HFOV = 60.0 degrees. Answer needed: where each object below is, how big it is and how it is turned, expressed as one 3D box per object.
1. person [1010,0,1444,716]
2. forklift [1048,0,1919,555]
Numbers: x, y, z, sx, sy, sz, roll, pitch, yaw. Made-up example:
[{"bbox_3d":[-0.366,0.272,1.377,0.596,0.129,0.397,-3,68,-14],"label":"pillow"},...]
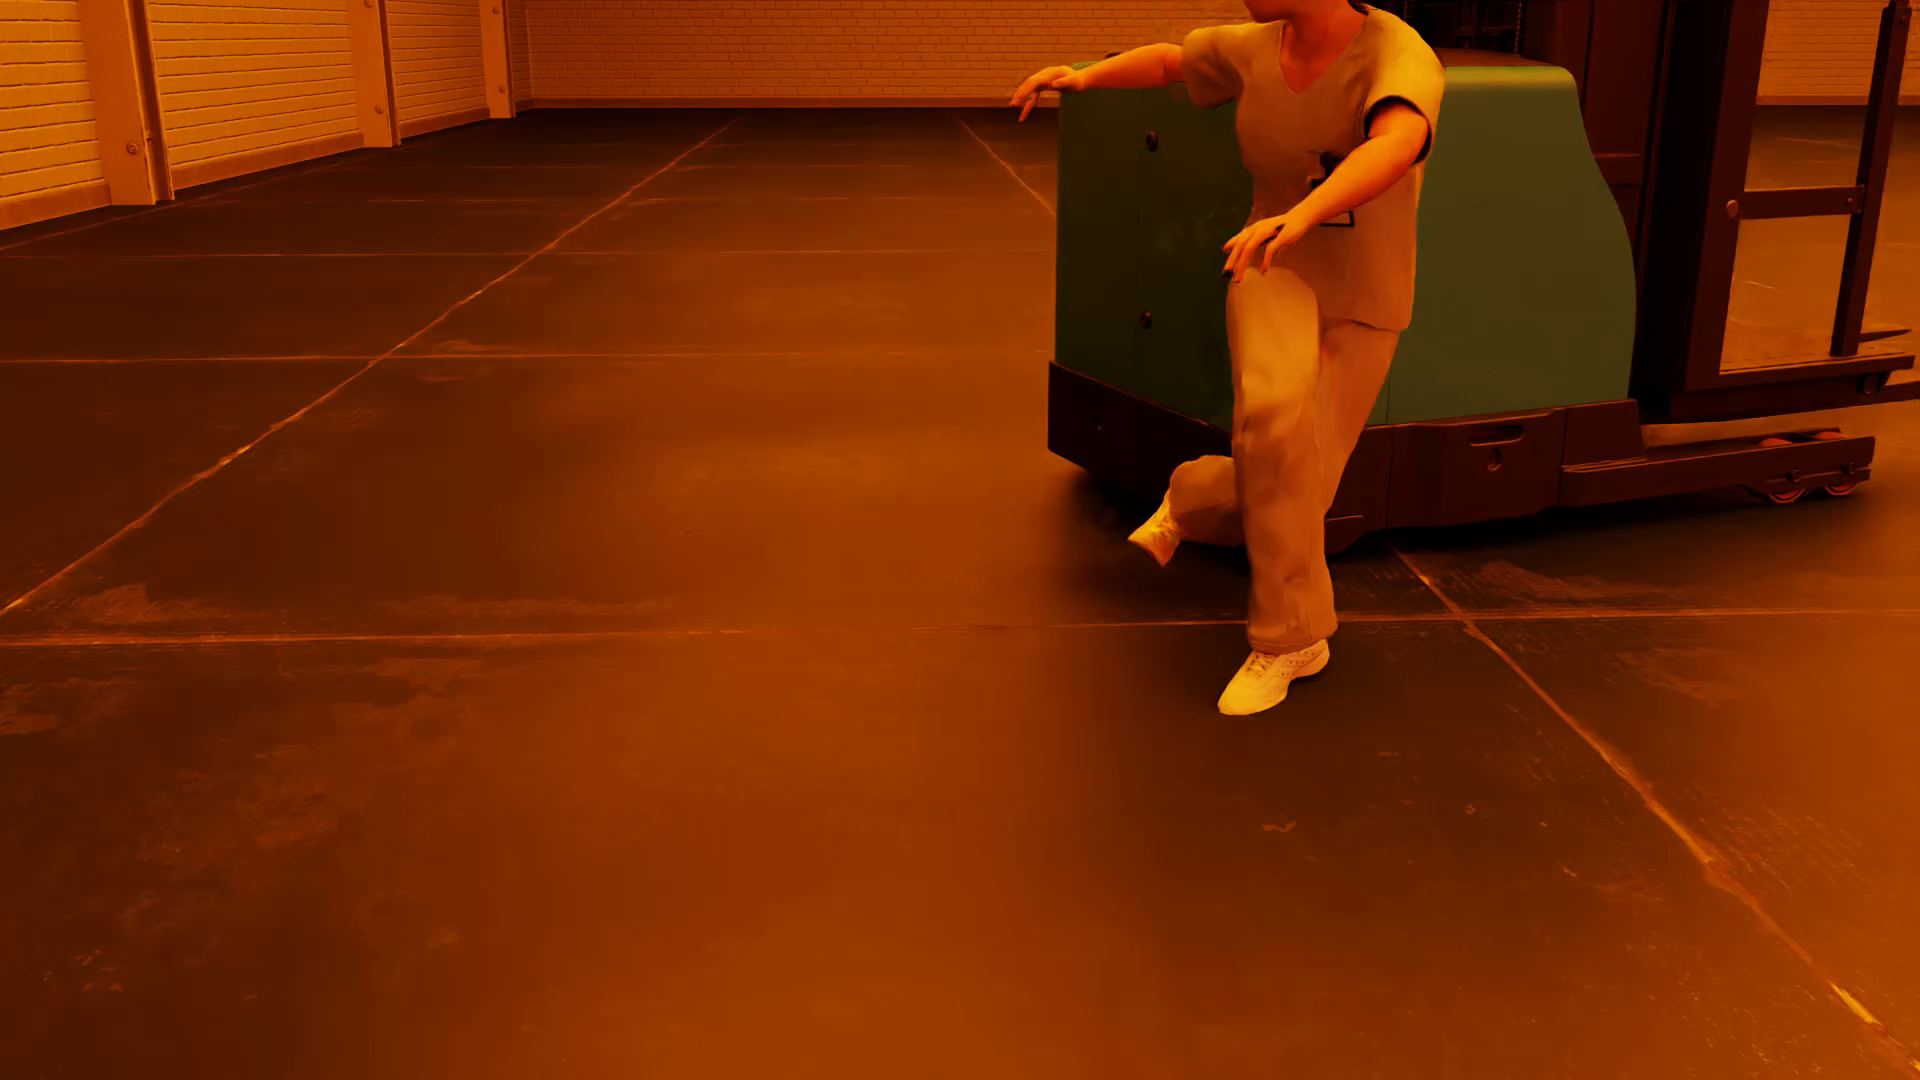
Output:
[{"bbox_3d":[0.442,-0.439,2.980,0.767,1.438,1.072,6,18,19],"label":"person"},{"bbox_3d":[1.803,-1.627,4.227,3.031,2.935,1.130,-7,18,-22],"label":"forklift"}]
